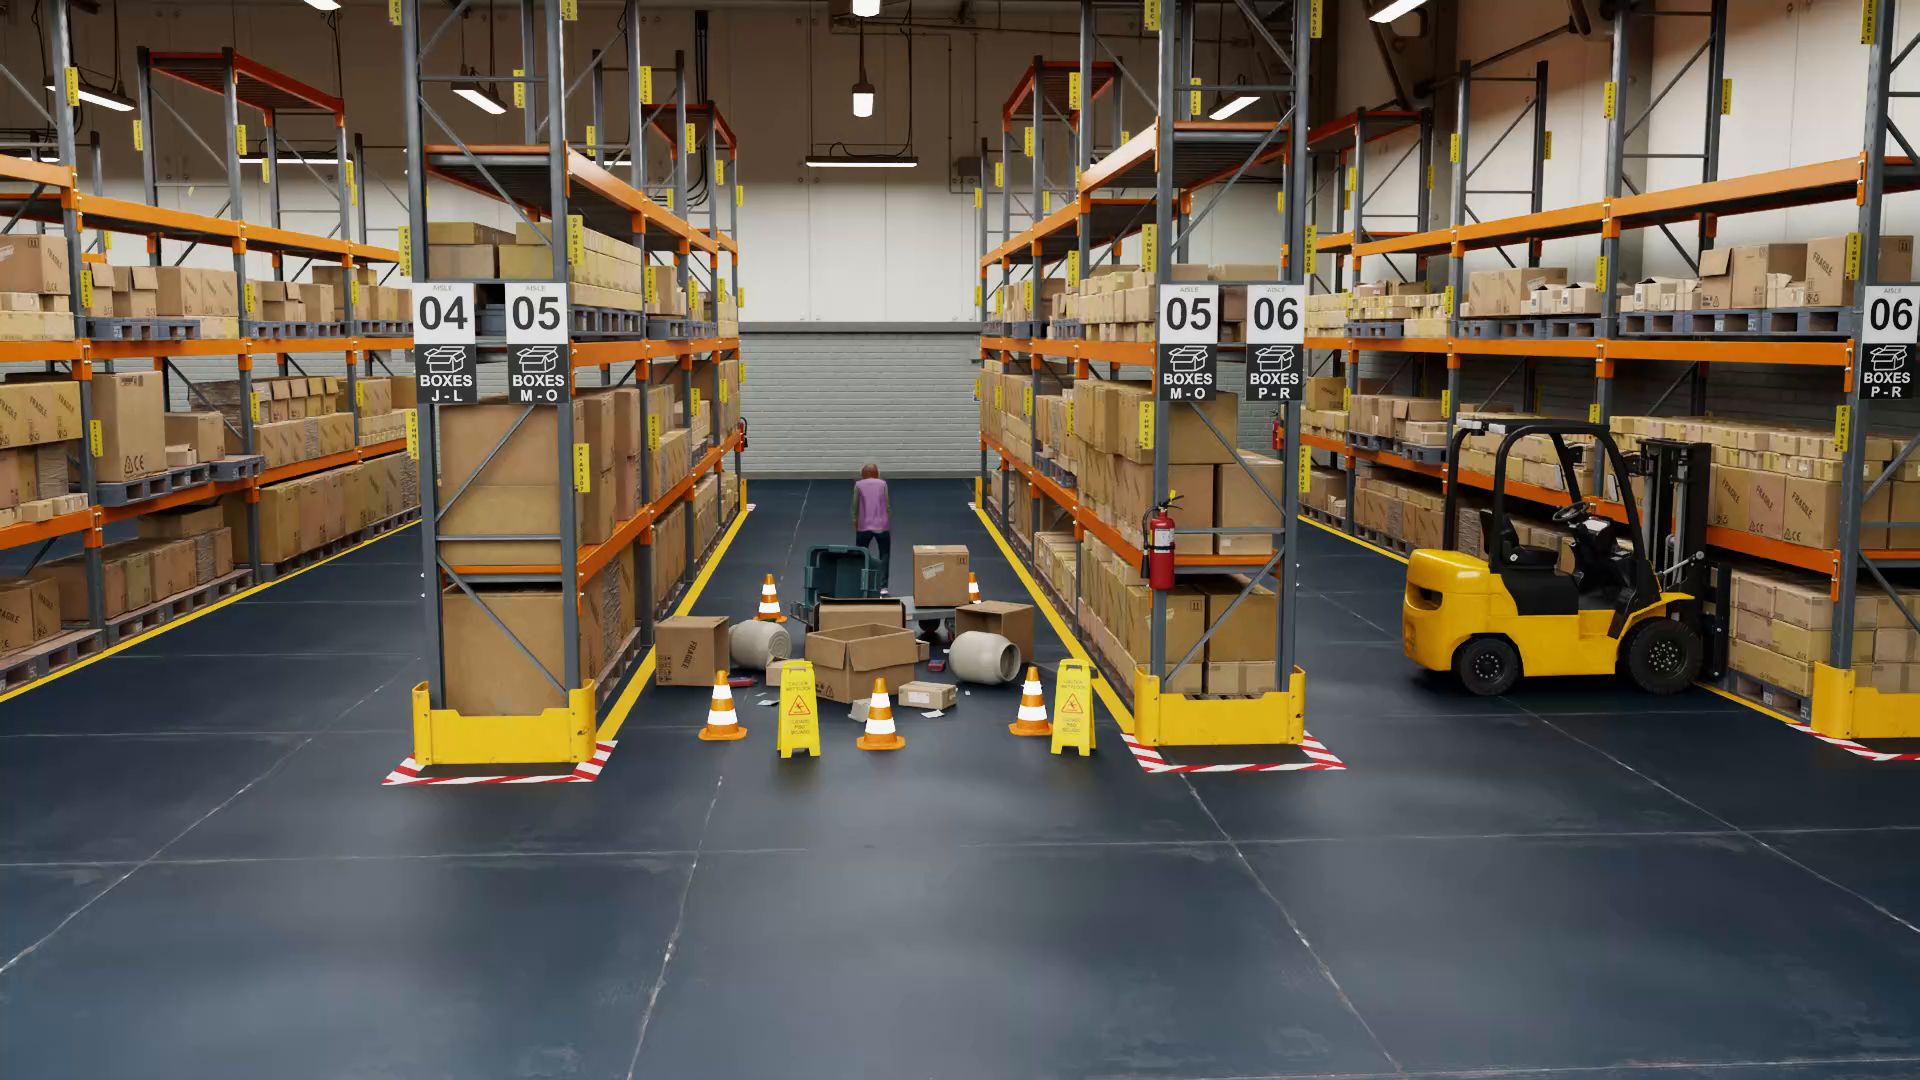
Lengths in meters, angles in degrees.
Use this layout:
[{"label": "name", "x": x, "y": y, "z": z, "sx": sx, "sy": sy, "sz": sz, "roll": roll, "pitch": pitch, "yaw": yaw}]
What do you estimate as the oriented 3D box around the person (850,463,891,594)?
[{"label": "person", "x": -0.988, "y": -0.108, "z": 18.399, "sx": 0.454, "sy": 1.429, "sz": 0.539, "roll": 0, "pitch": 7, "yaw": -3}]
